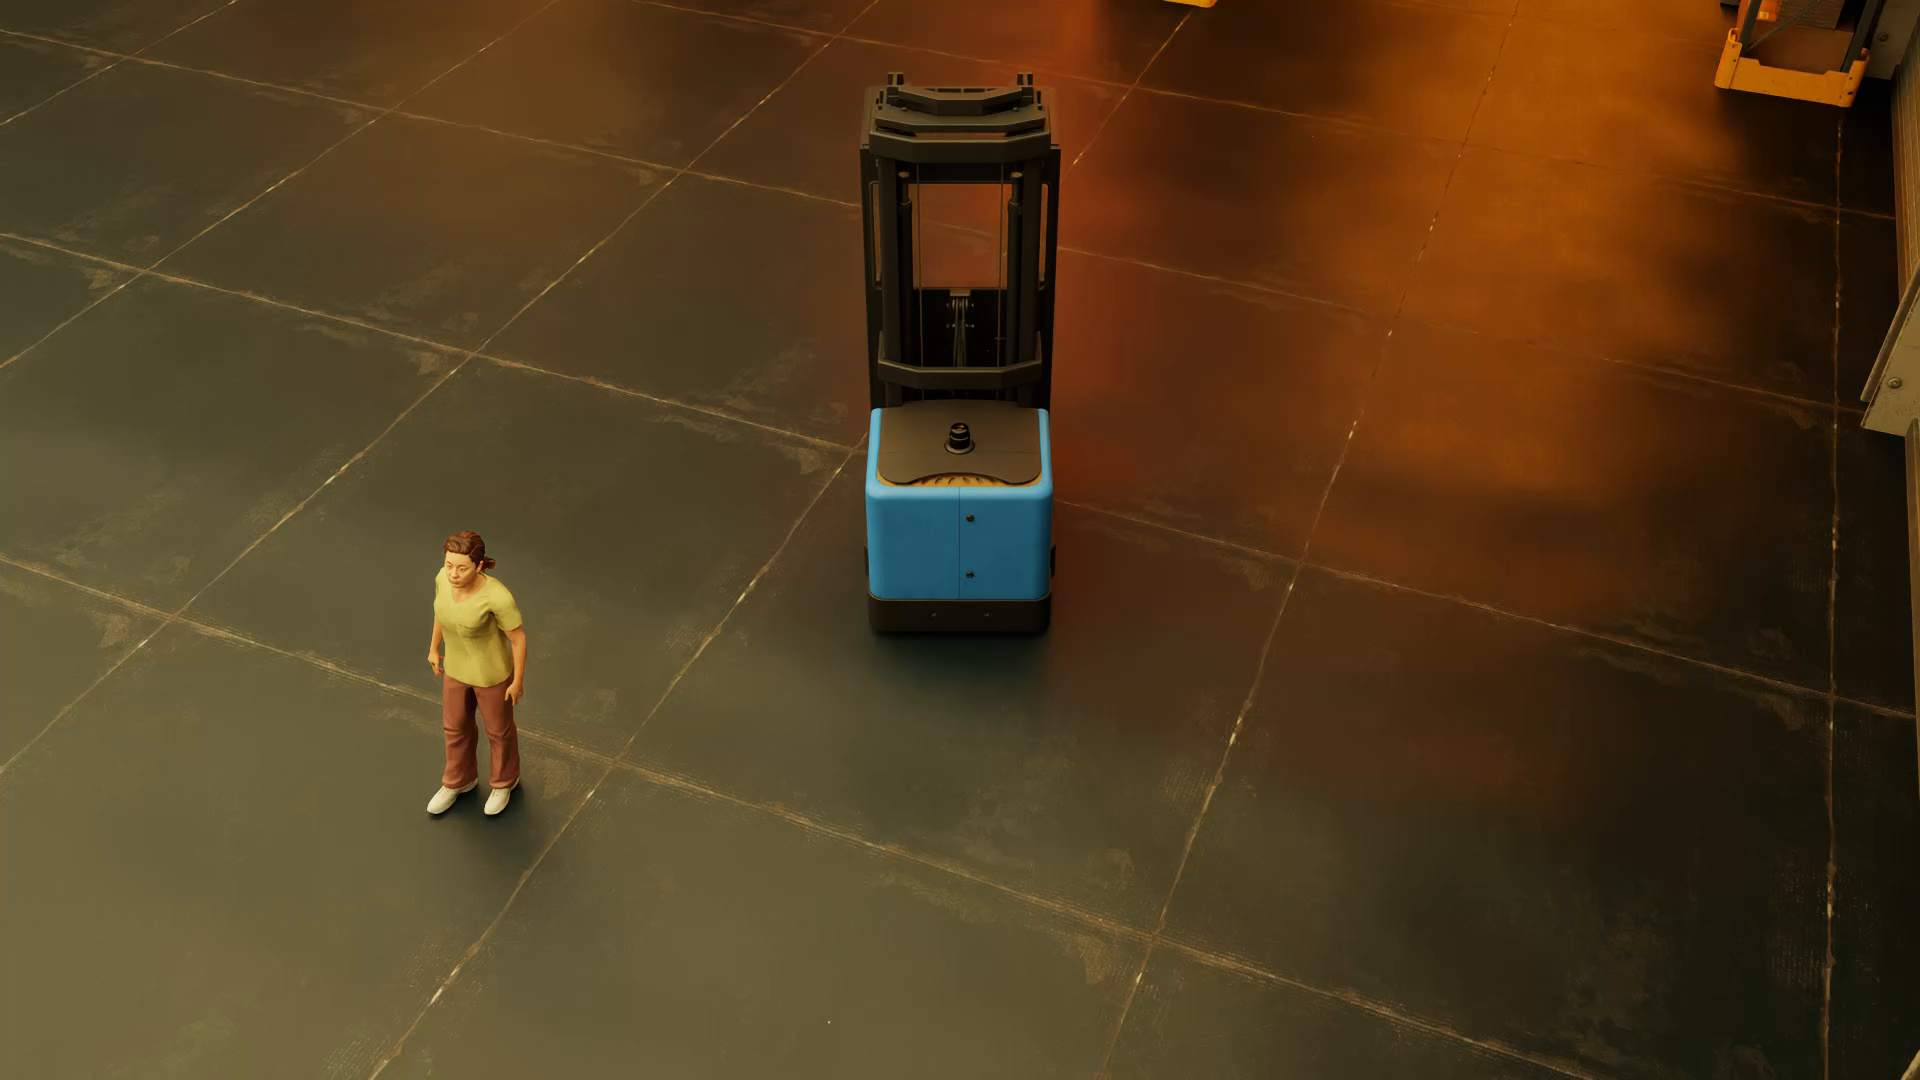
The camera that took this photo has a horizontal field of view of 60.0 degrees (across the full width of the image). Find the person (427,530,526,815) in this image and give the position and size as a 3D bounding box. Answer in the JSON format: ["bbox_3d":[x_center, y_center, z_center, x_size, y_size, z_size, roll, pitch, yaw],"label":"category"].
[{"bbox_3d":[-2.404,0.682,8.158,0.553,1.673,0.548,16,42,18],"label":"person"}]

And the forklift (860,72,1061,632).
[{"bbox_3d":[0.002,-1.515,9.816,1.130,2.935,3.031,0,40,0],"label":"forklift"}]
